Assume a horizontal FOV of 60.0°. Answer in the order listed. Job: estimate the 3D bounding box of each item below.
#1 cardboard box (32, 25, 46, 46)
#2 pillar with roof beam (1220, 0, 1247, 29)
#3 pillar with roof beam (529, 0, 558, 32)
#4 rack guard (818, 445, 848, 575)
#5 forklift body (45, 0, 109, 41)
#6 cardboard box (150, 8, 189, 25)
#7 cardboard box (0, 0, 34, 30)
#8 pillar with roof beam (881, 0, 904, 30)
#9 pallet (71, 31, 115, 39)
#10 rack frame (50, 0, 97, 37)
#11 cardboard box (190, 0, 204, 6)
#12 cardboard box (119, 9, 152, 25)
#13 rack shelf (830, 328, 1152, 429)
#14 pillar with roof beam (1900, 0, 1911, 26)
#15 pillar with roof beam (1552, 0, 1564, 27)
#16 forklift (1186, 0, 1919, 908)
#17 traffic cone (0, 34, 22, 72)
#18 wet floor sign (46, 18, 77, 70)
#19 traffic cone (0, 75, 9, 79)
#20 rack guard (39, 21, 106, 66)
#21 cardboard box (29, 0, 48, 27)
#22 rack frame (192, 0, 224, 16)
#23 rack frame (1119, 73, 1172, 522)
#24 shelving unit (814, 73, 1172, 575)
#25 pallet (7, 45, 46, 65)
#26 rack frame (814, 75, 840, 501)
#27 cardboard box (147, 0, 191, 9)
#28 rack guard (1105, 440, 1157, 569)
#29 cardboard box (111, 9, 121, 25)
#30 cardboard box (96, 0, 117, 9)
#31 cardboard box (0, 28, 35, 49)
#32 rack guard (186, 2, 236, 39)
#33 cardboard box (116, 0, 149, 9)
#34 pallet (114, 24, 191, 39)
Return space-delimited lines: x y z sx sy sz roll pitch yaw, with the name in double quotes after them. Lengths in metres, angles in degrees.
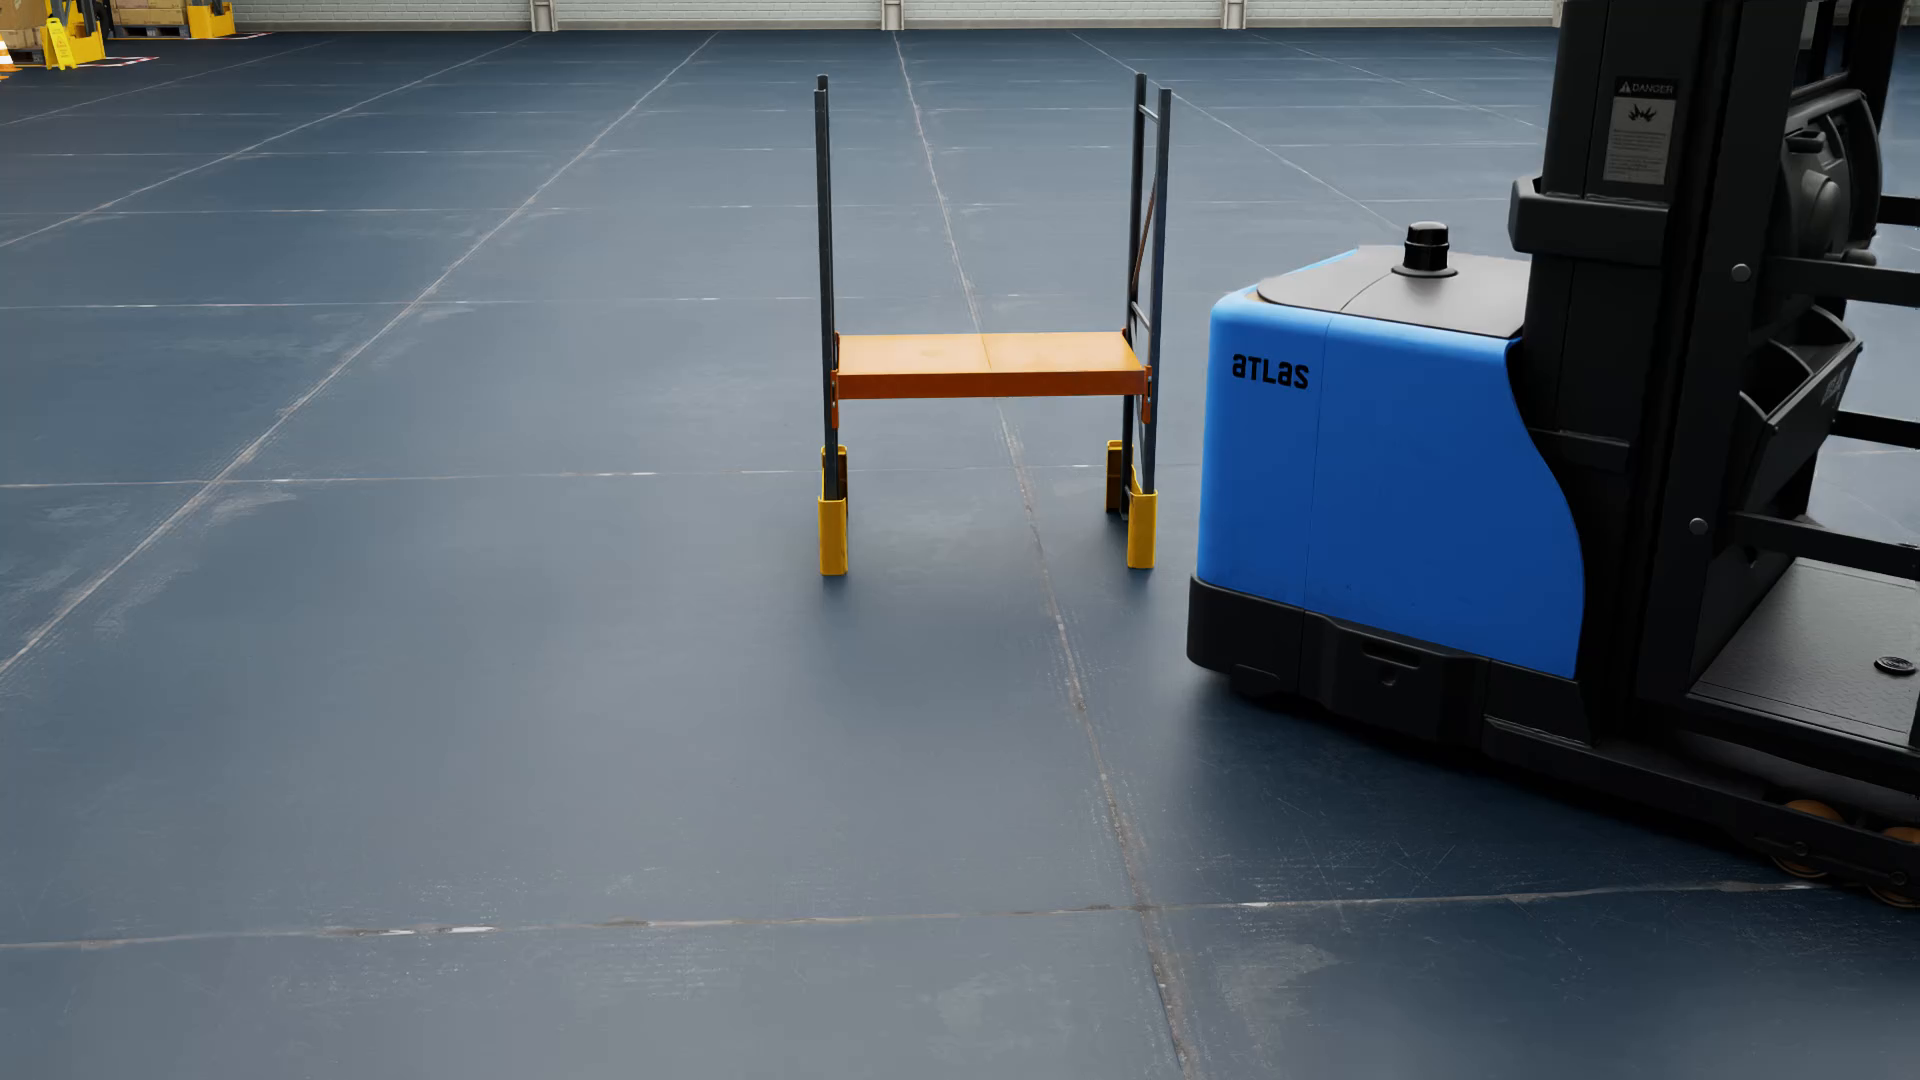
-12.942 -6.998 23.060 0.500 0.250 0.500 -1 21 -3 "cardboard box"
5.062 -11.714 23.742 0.400 9.000 9.100 -1 21 -3 "pillar with roof beam"
-6.918 -11.470 23.102 0.400 9.000 9.100 -1 21 -3 "pillar with roof beam"
-0.421 -0.108 5.554 0.087 0.250 0.587 -1 21 -3 "rack guard"
-14.197 -8.685 25.410 1.214 2.155 2.313 -1 21 -3 "forklift body"
-12.859 -8.558 27.157 0.500 0.250 0.500 -1 21 -3 "cardboard box"
-12.906 -7.158 22.426 0.500 0.500 0.500 -1 21 -3 "cardboard box"
-0.928 -11.592 23.422 0.400 9.000 9.100 -1 21 -3 "pillar with roof beam"
-14.384 -8.411 27.416 1.213 0.211 1.003 -1 21 -3 "pallet"
-12.121 -8.005 22.431 0.127 3.000 1.000 -1 21 -3 "rack frame"
-12.889 -8.977 27.556 0.500 0.250 0.500 -1 21 -2 "cardboard box"
-13.356 -8.551 27.139 0.500 0.250 0.500 -1 21 -3 "cardboard box"
0.085 -0.535 5.423 1.000 0.185 0.538 -1 21 -3 "rack shelf"
17.042 -11.958 24.382 0.400 9.000 9.100 -1 21 -3 "pillar with roof beam"
11.052 -11.836 24.062 0.400 9.000 9.100 -1 21 -3 "pillar with roof beam"
2.104 -0.798 3.598 3.031 2.935 1.130 15 26 35 "forklift"
-12.476 -6.352 21.656 0.334 0.463 0.336 -1 21 -3 "traffic cone"
-11.870 -6.528 21.862 0.232 0.644 0.267 6 22 16 "wet floor sign"
-12.074 -5.965 20.638 0.334 0.463 0.336 -1 21 -3 "traffic cone"
-12.197 -6.835 22.872 0.348 0.500 1.175 -1 21 -3 "rack guard"
-12.966 -7.348 22.925 0.500 0.500 0.500 -2 21 -5 "cardboard box"
-12.408 -9.768 27.062 0.127 3.000 1.000 -1 21 -3 "rack frame"
0.593 -0.713 5.386 0.032 1.500 0.500 -1 21 -3 "rack frame"
0.076 -0.702 5.358 1.083 1.500 0.587 -1 21 -3 "shelving unit"
-13.010 -6.696 22.913 1.213 0.211 1.003 -1 21 -3 "pallet"
-0.422 -0.692 5.332 0.032 1.500 0.500 -1 21 -3 "rack frame"
-12.876 -8.792 27.070 0.500 0.250 0.500 -1 21 -4 "cardboard box"
0.573 -0.128 5.607 0.087 0.250 0.587 -1 21 -3 "rack guard"
-13.856 -8.544 27.121 0.500 0.250 0.500 -1 21 -2 "cardboard box"
-13.892 -8.768 27.006 0.500 0.250 0.500 -2 21 -4 "cardboard box"
-12.936 -6.804 22.550 0.500 0.250 0.500 -1 21 -3 "cardboard box"
-12.384 -8.600 27.508 0.348 0.500 1.175 -1 21 -3 "rack guard"
-13.377 -8.786 27.053 0.500 0.250 0.500 -1 21 -4 "cardboard box"
-13.169 -8.435 27.478 1.213 0.211 1.003 -1 21 -3 "pallet"
